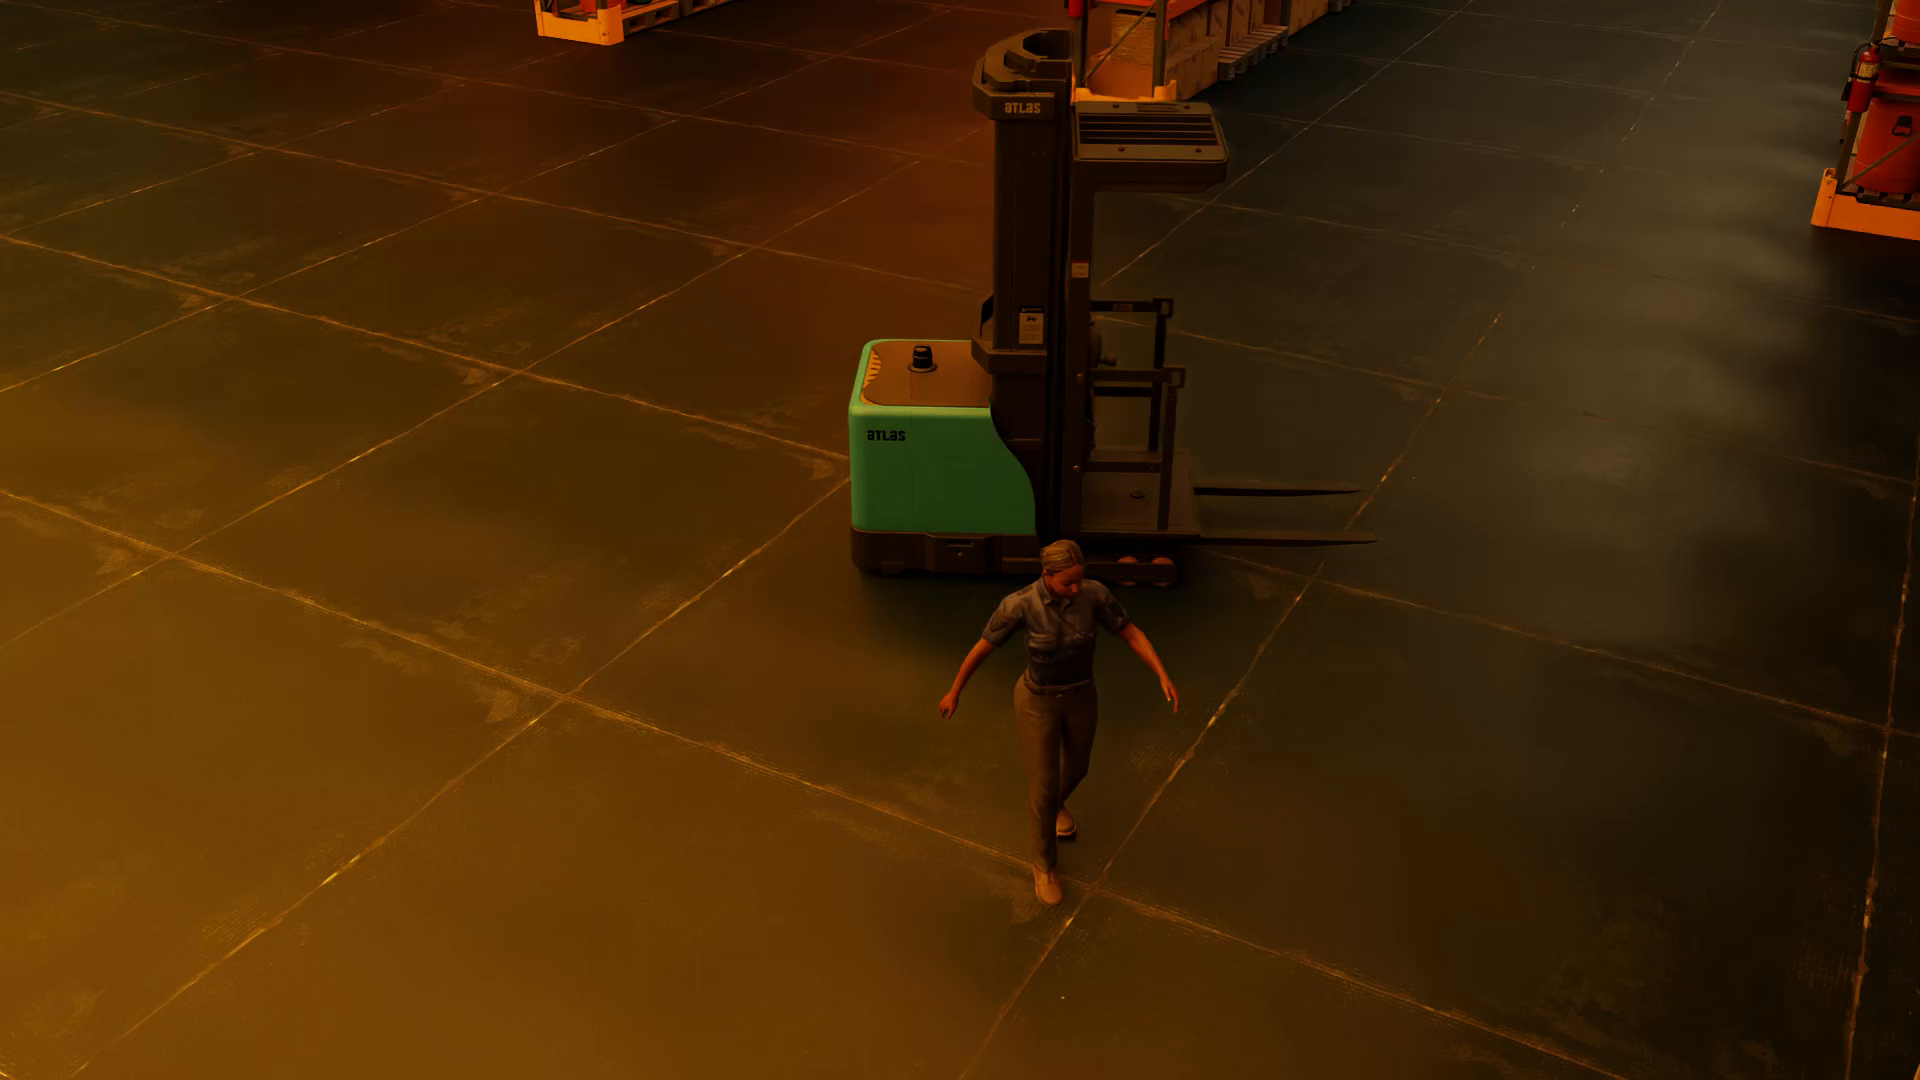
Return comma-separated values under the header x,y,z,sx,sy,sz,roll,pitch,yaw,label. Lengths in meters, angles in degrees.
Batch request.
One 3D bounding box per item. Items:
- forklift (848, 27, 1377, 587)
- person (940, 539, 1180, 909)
x,y,z,sx,sy,sz,roll,pitch,yaw,label
0.901,-1.275,9.280,3.031,2.935,1.130,1,30,2,forklift
0.398,0.735,7.123,0.891,1.639,0.732,-9,31,-15,person
